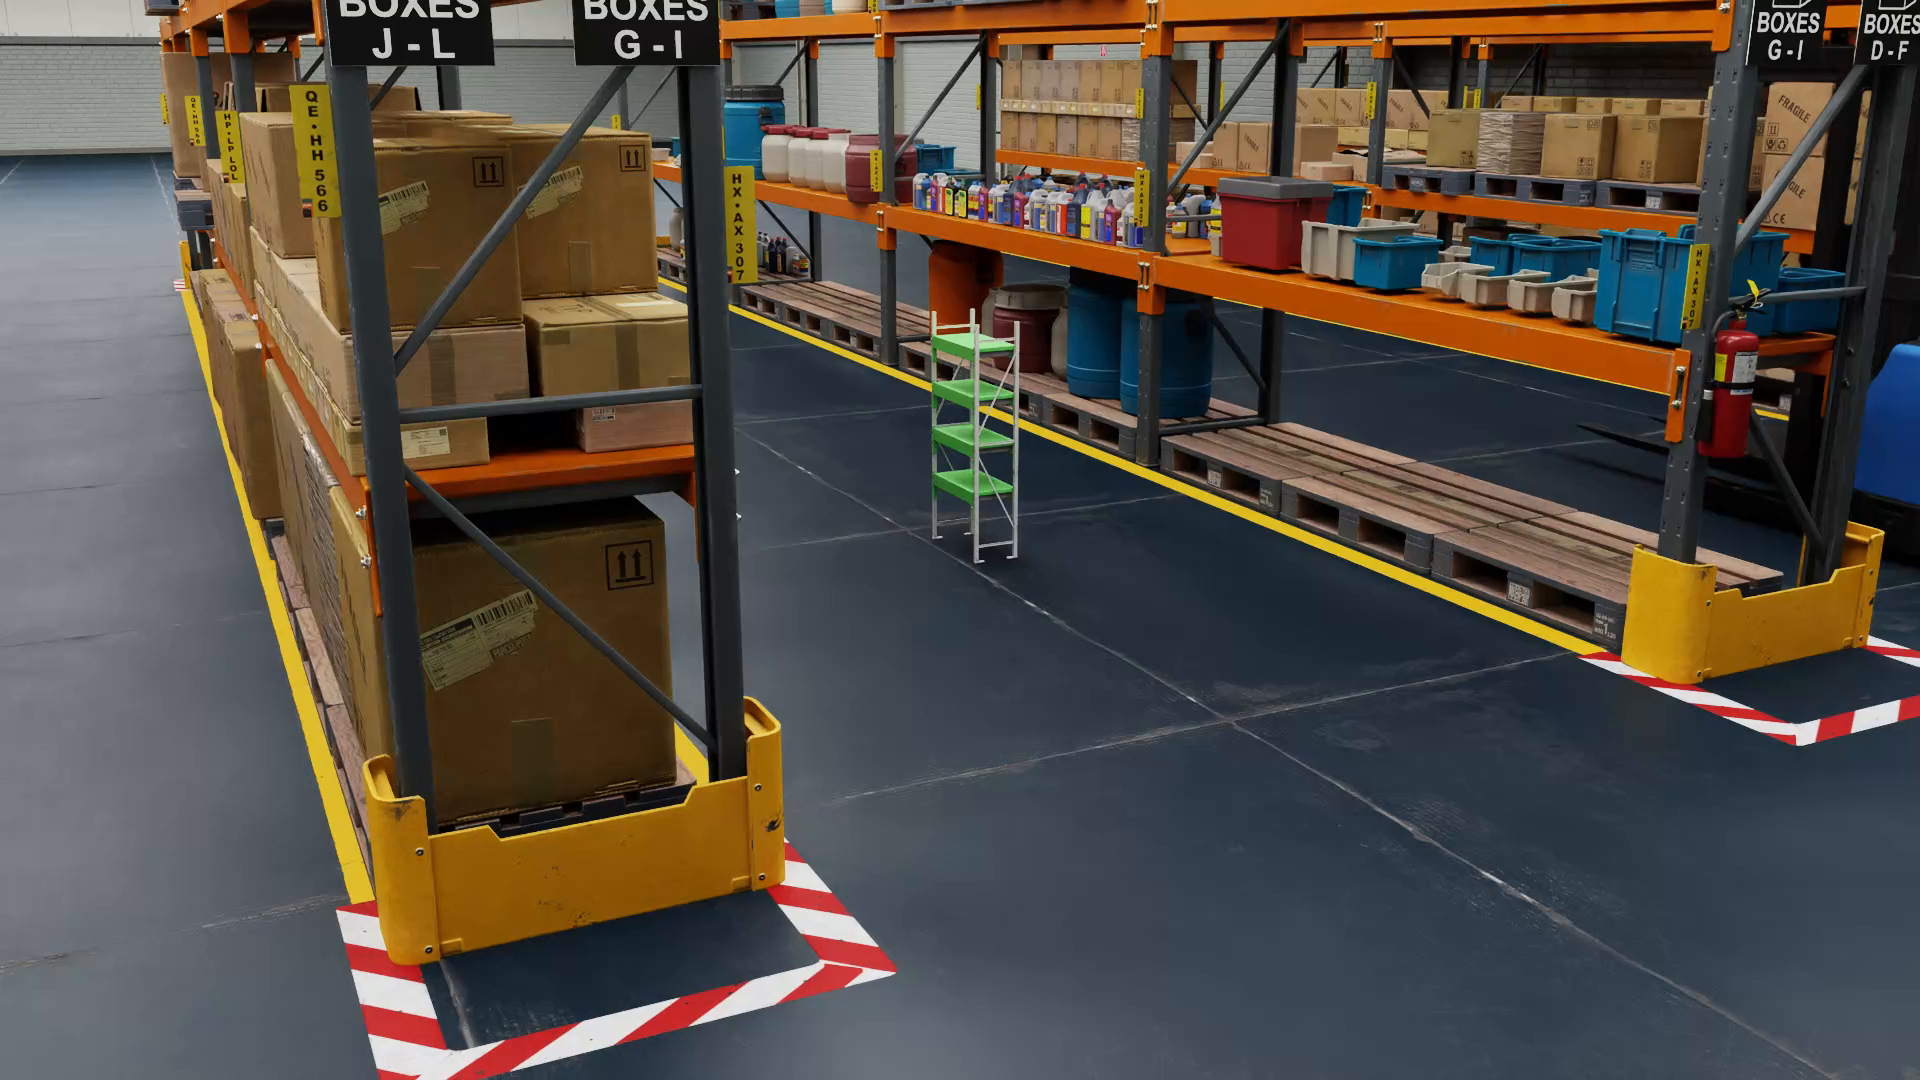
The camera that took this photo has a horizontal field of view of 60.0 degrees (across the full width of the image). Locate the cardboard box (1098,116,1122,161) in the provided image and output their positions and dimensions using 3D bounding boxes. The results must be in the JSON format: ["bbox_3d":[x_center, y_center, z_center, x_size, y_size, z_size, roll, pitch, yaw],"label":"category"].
[{"bbox_3d":[2.086,-4.829,19.959,0.700,0.500,0.500,-8,18,-25],"label":"cardboard box"}]

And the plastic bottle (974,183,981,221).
[{"bbox_3d":[0.151,-2.483,12.197,0.097,0.271,0.097,0,16,0],"label":"plastic bottle"}]

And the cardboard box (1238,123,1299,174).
[{"bbox_3d":[3.295,-4.142,17.566,0.500,0.500,0.500,-8,18,-25],"label":"cardboard box"}]

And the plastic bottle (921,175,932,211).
[{"bbox_3d":[-0.254,-2.712,12.996,0.097,0.271,0.097,0,16,0],"label":"plastic bottle"}]

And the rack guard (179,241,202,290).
[{"bbox_3d":[-8.103,-3.117,18.706,1.175,0.500,0.348,-8,18,-25],"label":"rack guard"}]

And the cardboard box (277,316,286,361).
[{"bbox_3d":[-2.480,-0.806,6.577,0.380,0.149,0.250,-7,18,-24],"label":"cardboard box"}]

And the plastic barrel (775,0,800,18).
[{"bbox_3d":[-1.513,-5.527,16.225,0.600,0.901,0.708,-8,18,-25],"label":"plastic barrel"}]

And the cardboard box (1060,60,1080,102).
[{"bbox_3d":[1.663,-5.696,20.627,0.700,0.500,0.500,-8,18,-25],"label":"cardboard box"}]

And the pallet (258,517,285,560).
[{"bbox_3d":[-3.285,-0.204,9.077,1.003,0.211,1.213,-8,18,-25],"label":"pallet"}]

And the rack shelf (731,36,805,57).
[{"bbox_3d":[-2.807,-5.536,18.470,1.077,0.370,4.000,-8,18,-25],"label":"rack shelf"}]

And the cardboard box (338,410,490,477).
[{"bbox_3d":[-1.579,-0.298,4.805,0.380,0.149,0.250,-7,18,-24],"label":"cardboard box"}]

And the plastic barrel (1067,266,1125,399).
[{"bbox_3d":[1.040,-1.466,11.464,0.600,0.901,0.708,-8,18,-25],"label":"plastic barrel"}]

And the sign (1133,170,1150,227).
[{"bbox_3d":[1.078,-2.027,9.875,0.100,0.325,0.005,-8,18,-25],"label":"sign"}]

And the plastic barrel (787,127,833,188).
[{"bbox_3d":[-1.388,-3.564,15.484,0.433,0.535,0.433,0,16,0],"label":"plastic barrel"}]

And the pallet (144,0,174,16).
[{"bbox_3d":[-6.209,-4.531,14.004,1.213,0.211,1.003,-8,18,-25],"label":"pallet"}]

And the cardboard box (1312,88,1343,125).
[{"bbox_3d":[5.369,-6.152,23.628,0.500,0.500,0.500,-8,18,-25],"label":"cardboard box"}]

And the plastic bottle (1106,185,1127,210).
[{"bbox_3d":[1.006,-2.142,10.867,0.144,0.351,0.185,-8,18,-25],"label":"plastic bottle"}]

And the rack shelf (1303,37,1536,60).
[{"bbox_3d":[6.098,-6.733,22.641,1.077,0.370,4.000,-8,18,-25],"label":"rack shelf"}]

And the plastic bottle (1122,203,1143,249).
[{"bbox_3d":[1.110,-1.959,10.365,0.152,0.276,0.135,-8,18,-25],"label":"plastic bottle"}]

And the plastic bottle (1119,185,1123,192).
[{"bbox_3d":[1.137,-2.403,11.918,0.097,0.271,0.097,0,16,0],"label":"plastic bottle"}]

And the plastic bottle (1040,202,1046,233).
[{"bbox_3d":[0.595,-2.198,11.332,0.097,0.201,0.097,0,16,0],"label":"plastic bottle"}]

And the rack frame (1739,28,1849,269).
[{"bbox_3d":[6.028,-2.558,12.226,1.000,3.000,0.127,-8,18,-25],"label":"rack frame"}]

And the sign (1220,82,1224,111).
[{"bbox_3d":[3.007,-5.128,19.227,0.100,0.325,0.005,-8,18,-25],"label":"sign"}]

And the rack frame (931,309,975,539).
[{"bbox_3d":[-0.034,-0.596,8.653,0.240,1.200,0.015,-8,18,-25],"label":"rack frame"}]

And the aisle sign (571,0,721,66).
[{"bbox_3d":[-0.825,-1.638,4.307,0.394,0.787,0.004,-8,18,-25],"label":"aisle sign"}]

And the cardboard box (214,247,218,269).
[{"bbox_3d":[-7.123,-2.735,16.615,0.500,0.500,0.500,-9,19,-30],"label":"cardboard box"}]

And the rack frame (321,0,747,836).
[{"bbox_3d":[-1.127,-0.370,4.602,1.000,3.000,0.127,-8,18,-25],"label":"rack frame"}]

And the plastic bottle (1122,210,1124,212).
[{"bbox_3d":[1.054,-2.034,10.760,0.097,0.201,0.097,0,16,0],"label":"plastic bottle"}]

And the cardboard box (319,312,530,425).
[{"bbox_3d":[-1.577,-0.529,4.888,0.500,0.250,0.500,-8,18,-26],"label":"cardboard box"}]

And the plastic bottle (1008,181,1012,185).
[{"bbox_3d":[0.416,-2.777,13.350,0.097,0.201,0.097,0,16,0],"label":"plastic bottle"}]

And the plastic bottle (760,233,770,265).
[{"bbox_3d":[-2.181,-3.285,18.763,0.144,0.351,0.185,-8,18,-25],"label":"plastic bottle"}]

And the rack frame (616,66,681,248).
[{"bbox_3d":[-3.684,-4.936,20.512,1.000,3.000,0.127,-8,18,-25],"label":"rack frame"}]

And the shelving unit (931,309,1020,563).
[{"bbox_3d":[0.072,-0.536,8.442,0.258,1.200,0.503,-8,18,-25],"label":"shelving unit"}]

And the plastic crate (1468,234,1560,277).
[{"bbox_3d":[2.805,-1.419,8.451,0.416,0.233,0.300,-8,18,-25],"label":"plastic crate"}]

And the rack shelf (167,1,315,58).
[{"bbox_3d":[-5.507,-3.945,12.928,1.077,0.370,4.000,-8,18,-25],"label":"rack shelf"}]

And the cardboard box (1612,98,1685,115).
[{"bbox_3d":[7.946,-4.830,19.166,0.700,0.500,0.500,-8,18,-25],"label":"cardboard box"}]

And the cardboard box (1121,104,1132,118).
[{"bbox_3d":[2.105,-5.004,19.395,0.380,0.149,0.250,-8,18,-26],"label":"cardboard box"}]

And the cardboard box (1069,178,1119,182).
[{"bbox_3d":[1.724,-4.431,21.617,0.500,0.500,0.500,-8,18,-25],"label":"cardboard box"}]

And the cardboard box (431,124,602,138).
[{"bbox_3d":[-1.546,-1.205,5.883,0.500,0.500,0.500,-8,18,-26],"label":"cardboard box"}]

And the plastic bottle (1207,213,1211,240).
[{"bbox_3d":[1.671,-2.067,10.875,0.097,0.201,0.097,0,16,0],"label":"plastic bottle"}]

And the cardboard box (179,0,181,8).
[{"bbox_3d":[-5.507,-4.058,12.287,0.500,0.250,0.500,-7,17,-23],"label":"cardboard box"}]

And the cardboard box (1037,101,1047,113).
[{"bbox_3d":[1.203,-5.514,21.170,0.380,0.149,0.250,-8,18,-27],"label":"cardboard box"}]

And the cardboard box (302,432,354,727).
[{"bbox_3d":[-1.877,0.075,6.142,0.875,0.875,0.875,-8,18,-25],"label":"cardboard box"}]

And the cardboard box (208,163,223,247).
[{"bbox_3d":[-4.435,-2.121,10.521,0.500,0.500,0.500,-8,18,-26],"label":"cardboard box"}]

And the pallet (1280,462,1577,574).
[{"bbox_3d":[2.469,-0.139,8.854,1.003,0.211,1.213,-8,18,-25],"label":"pallet"}]

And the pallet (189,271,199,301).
[{"bbox_3d":[-7.779,-2.772,18.029,1.003,0.211,1.213,-8,18,-25],"label":"pallet"}]

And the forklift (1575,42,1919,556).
[{"bbox_3d":[4.805,-1.586,8.965,1.130,2.935,3.031,-7,17,-23],"label":"forklift"}]

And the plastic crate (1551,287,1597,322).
[{"bbox_3d":[2.806,-1.051,7.344,0.396,0.136,0.243,-8,18,-25],"label":"plastic crate"}]

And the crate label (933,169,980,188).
[{"bbox_3d":[-0.027,-3.021,14.145,0.303,0.233,0.416,-8,18,-25],"label":"crate label"}]

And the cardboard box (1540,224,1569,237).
[{"bbox_3d":[7.583,-3.848,20.458,0.700,0.500,0.500,-8,18,-26],"label":"cardboard box"}]

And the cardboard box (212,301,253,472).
[{"bbox_3d":[-3.569,-0.920,9.609,1.225,0.875,0.875,-8,18,-27],"label":"cardboard box"}]
